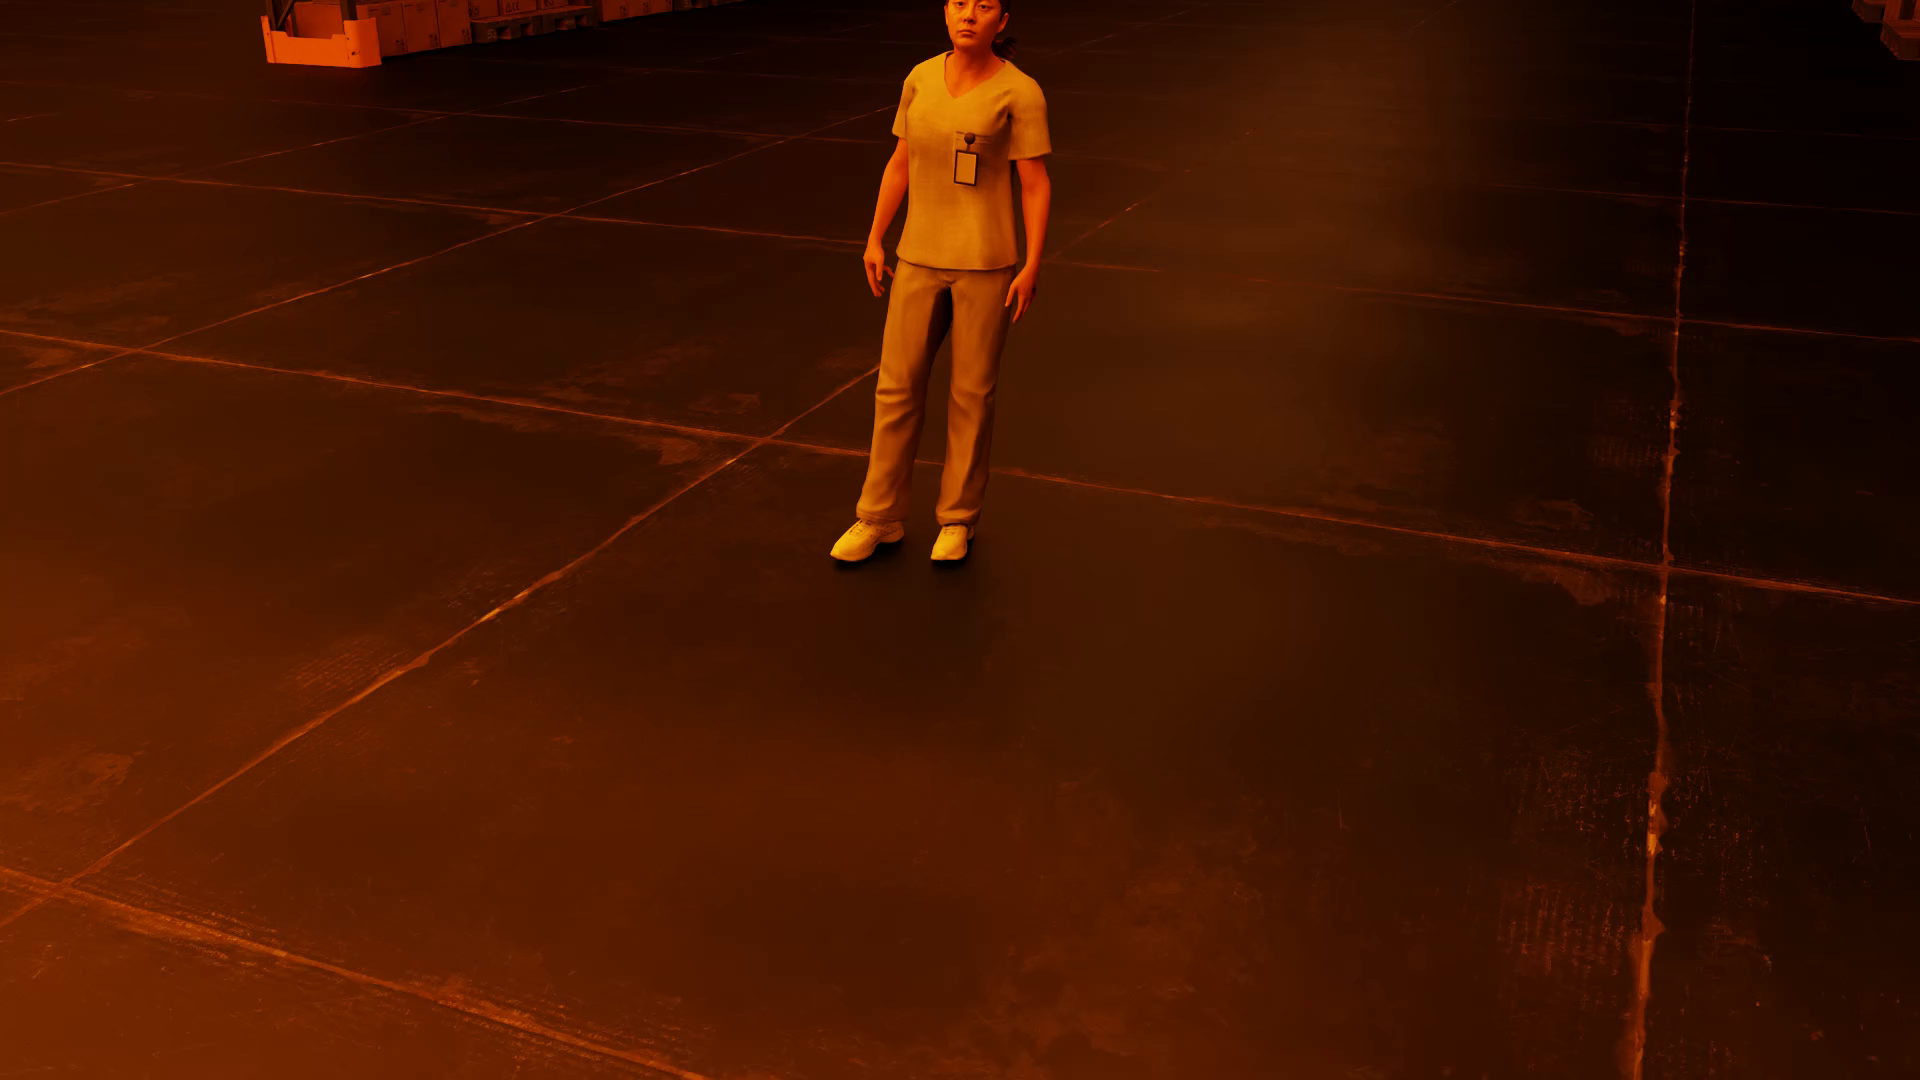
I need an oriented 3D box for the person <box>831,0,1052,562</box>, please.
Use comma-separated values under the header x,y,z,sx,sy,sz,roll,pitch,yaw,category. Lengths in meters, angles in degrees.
x,y,z,sx,sy,sz,roll,pitch,yaw,category
-0.041,-0.756,4.709,0.549,1.675,0.549,9,24,21,person
